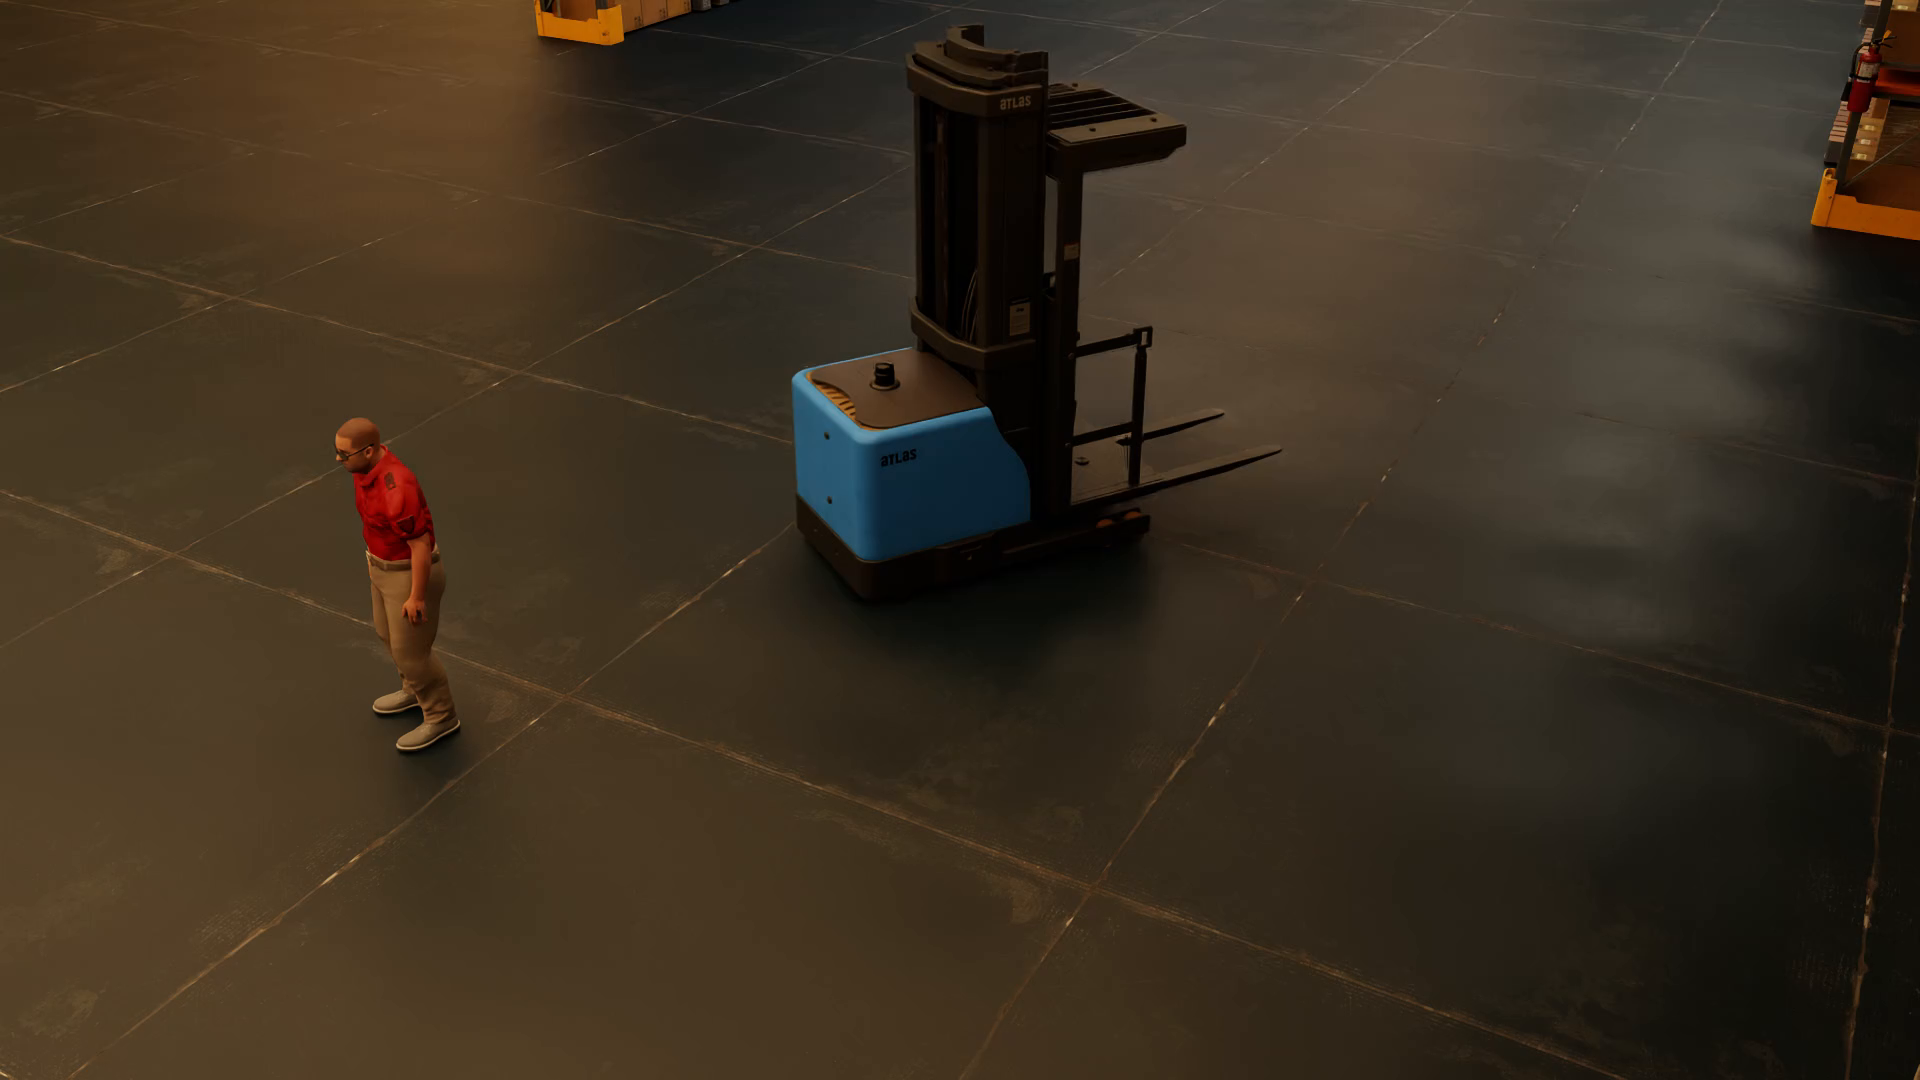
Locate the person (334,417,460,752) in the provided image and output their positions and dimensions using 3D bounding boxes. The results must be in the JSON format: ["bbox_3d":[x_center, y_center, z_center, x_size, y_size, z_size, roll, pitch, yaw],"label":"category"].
[{"bbox_3d":[-2.693,0.177,7.968,0.398,1.725,0.590,-19,35,-30],"label":"person"}]

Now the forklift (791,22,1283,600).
[{"bbox_3d":[0.562,-1.445,9.574,3.031,2.935,1.130,-15,33,-24],"label":"forklift"}]
